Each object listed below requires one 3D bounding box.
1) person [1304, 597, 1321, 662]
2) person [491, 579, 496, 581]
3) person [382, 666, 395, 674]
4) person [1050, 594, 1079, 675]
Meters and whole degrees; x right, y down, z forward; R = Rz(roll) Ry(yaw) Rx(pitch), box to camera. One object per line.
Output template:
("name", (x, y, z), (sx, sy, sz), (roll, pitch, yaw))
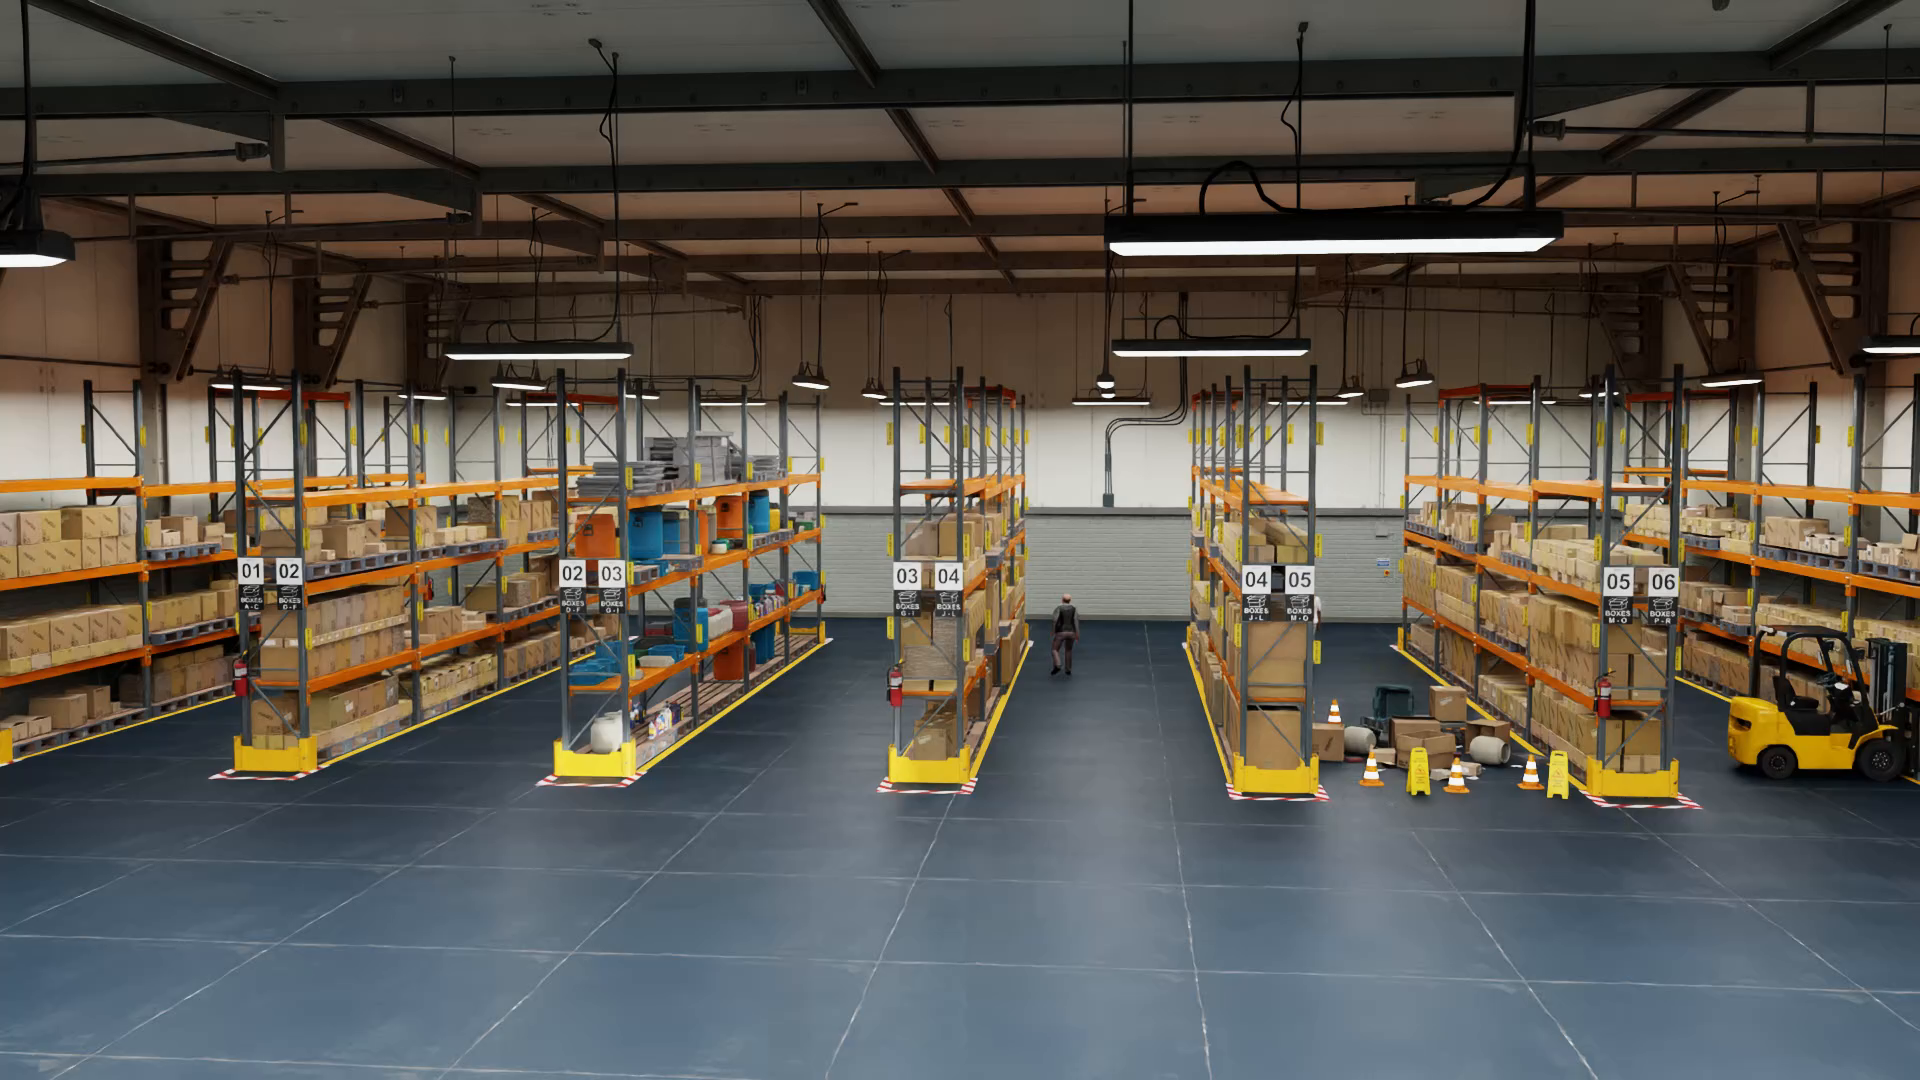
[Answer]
("person", (7.682, 1.852, 36.682), (0.609, 1.786, 0.403), (-1, 4, -23))
("person", (-10.999, 1.711, 39.586), (0.578, 1.613, 1.041), (0, 4, 6))
("person", (-11.478, 2.123, 32.960), (0.545, 1.652, 0.514), (1, 4, 14))
("person", (2.186, 1.985, 34.937), (0.673, 1.710, 0.610), (-1, 4, -17))
